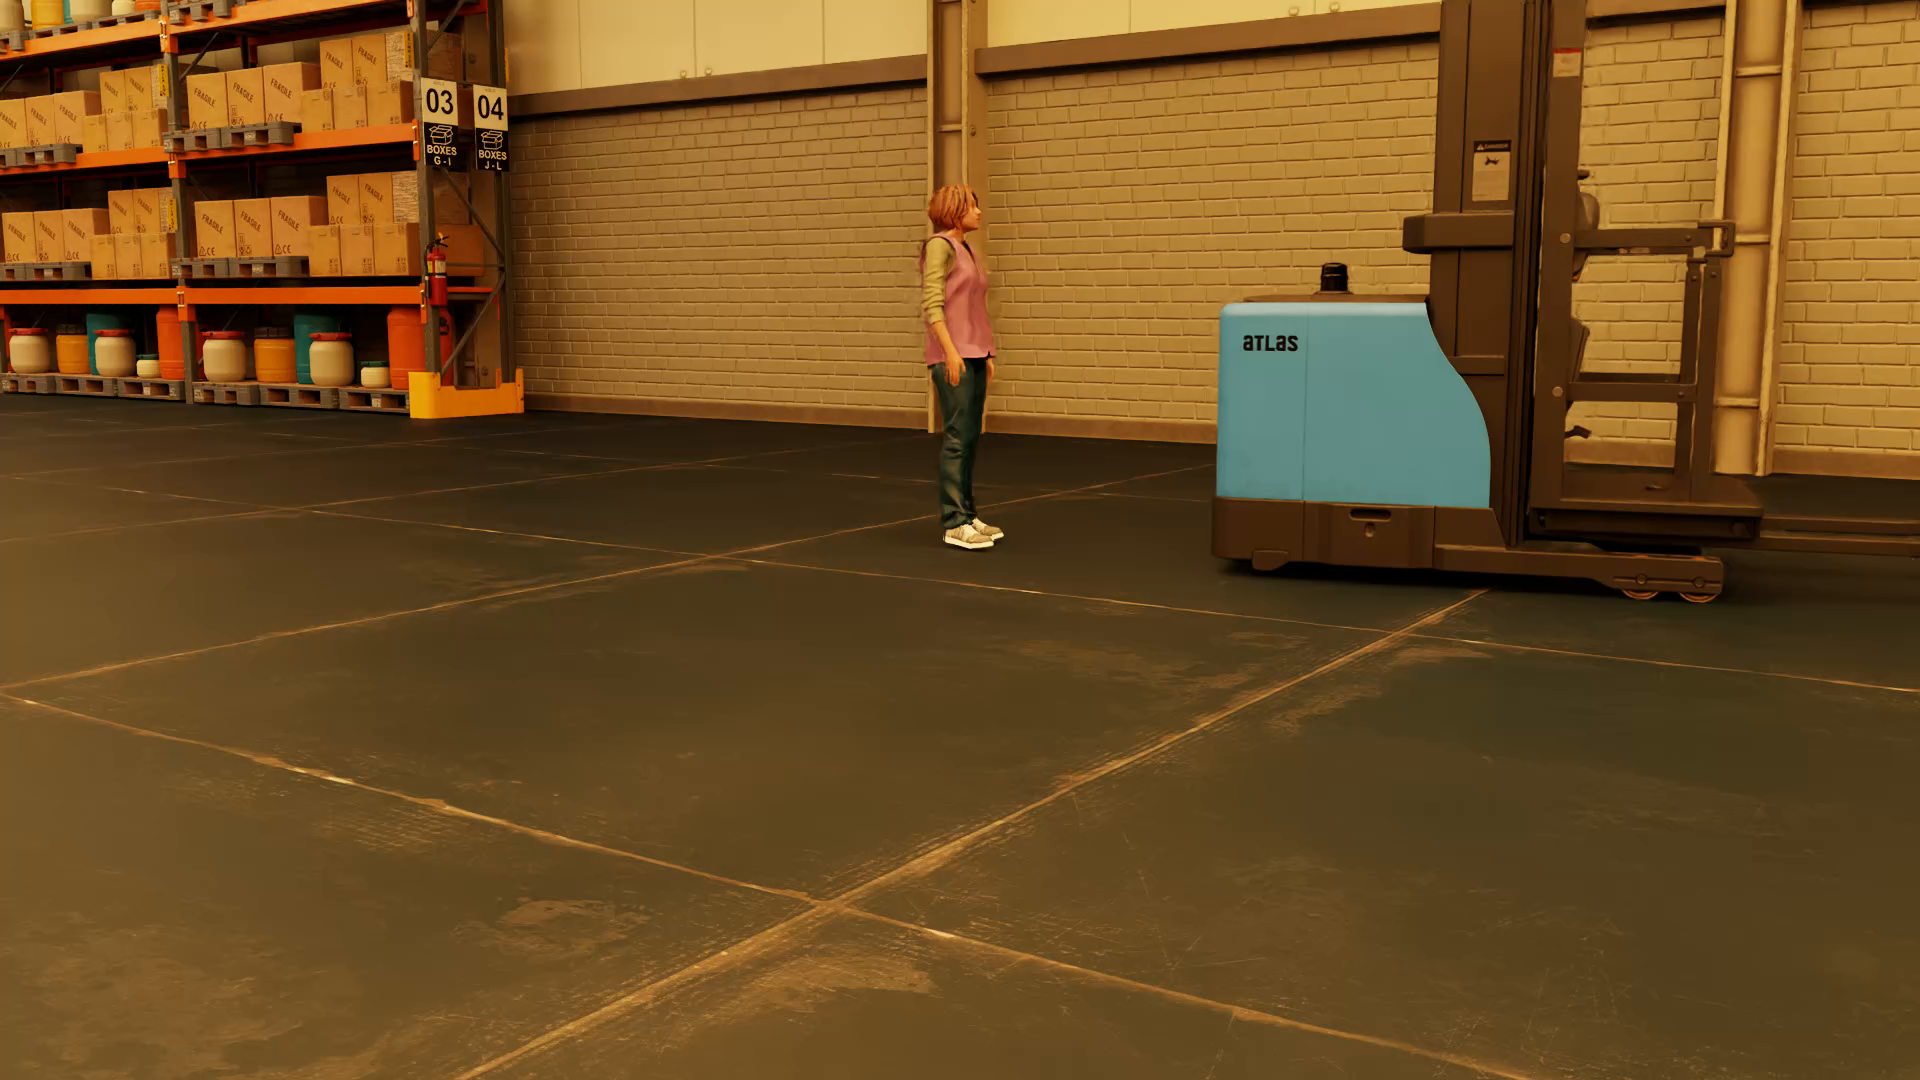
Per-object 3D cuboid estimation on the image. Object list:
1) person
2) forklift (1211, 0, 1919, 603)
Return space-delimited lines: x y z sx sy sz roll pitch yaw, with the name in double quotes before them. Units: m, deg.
"person" 0.037 -0.787 7.444 0.412 1.600 0.567 3 9 20
"forklift" 2.581 -1.307 6.386 3.031 2.935 1.130 3 9 20
